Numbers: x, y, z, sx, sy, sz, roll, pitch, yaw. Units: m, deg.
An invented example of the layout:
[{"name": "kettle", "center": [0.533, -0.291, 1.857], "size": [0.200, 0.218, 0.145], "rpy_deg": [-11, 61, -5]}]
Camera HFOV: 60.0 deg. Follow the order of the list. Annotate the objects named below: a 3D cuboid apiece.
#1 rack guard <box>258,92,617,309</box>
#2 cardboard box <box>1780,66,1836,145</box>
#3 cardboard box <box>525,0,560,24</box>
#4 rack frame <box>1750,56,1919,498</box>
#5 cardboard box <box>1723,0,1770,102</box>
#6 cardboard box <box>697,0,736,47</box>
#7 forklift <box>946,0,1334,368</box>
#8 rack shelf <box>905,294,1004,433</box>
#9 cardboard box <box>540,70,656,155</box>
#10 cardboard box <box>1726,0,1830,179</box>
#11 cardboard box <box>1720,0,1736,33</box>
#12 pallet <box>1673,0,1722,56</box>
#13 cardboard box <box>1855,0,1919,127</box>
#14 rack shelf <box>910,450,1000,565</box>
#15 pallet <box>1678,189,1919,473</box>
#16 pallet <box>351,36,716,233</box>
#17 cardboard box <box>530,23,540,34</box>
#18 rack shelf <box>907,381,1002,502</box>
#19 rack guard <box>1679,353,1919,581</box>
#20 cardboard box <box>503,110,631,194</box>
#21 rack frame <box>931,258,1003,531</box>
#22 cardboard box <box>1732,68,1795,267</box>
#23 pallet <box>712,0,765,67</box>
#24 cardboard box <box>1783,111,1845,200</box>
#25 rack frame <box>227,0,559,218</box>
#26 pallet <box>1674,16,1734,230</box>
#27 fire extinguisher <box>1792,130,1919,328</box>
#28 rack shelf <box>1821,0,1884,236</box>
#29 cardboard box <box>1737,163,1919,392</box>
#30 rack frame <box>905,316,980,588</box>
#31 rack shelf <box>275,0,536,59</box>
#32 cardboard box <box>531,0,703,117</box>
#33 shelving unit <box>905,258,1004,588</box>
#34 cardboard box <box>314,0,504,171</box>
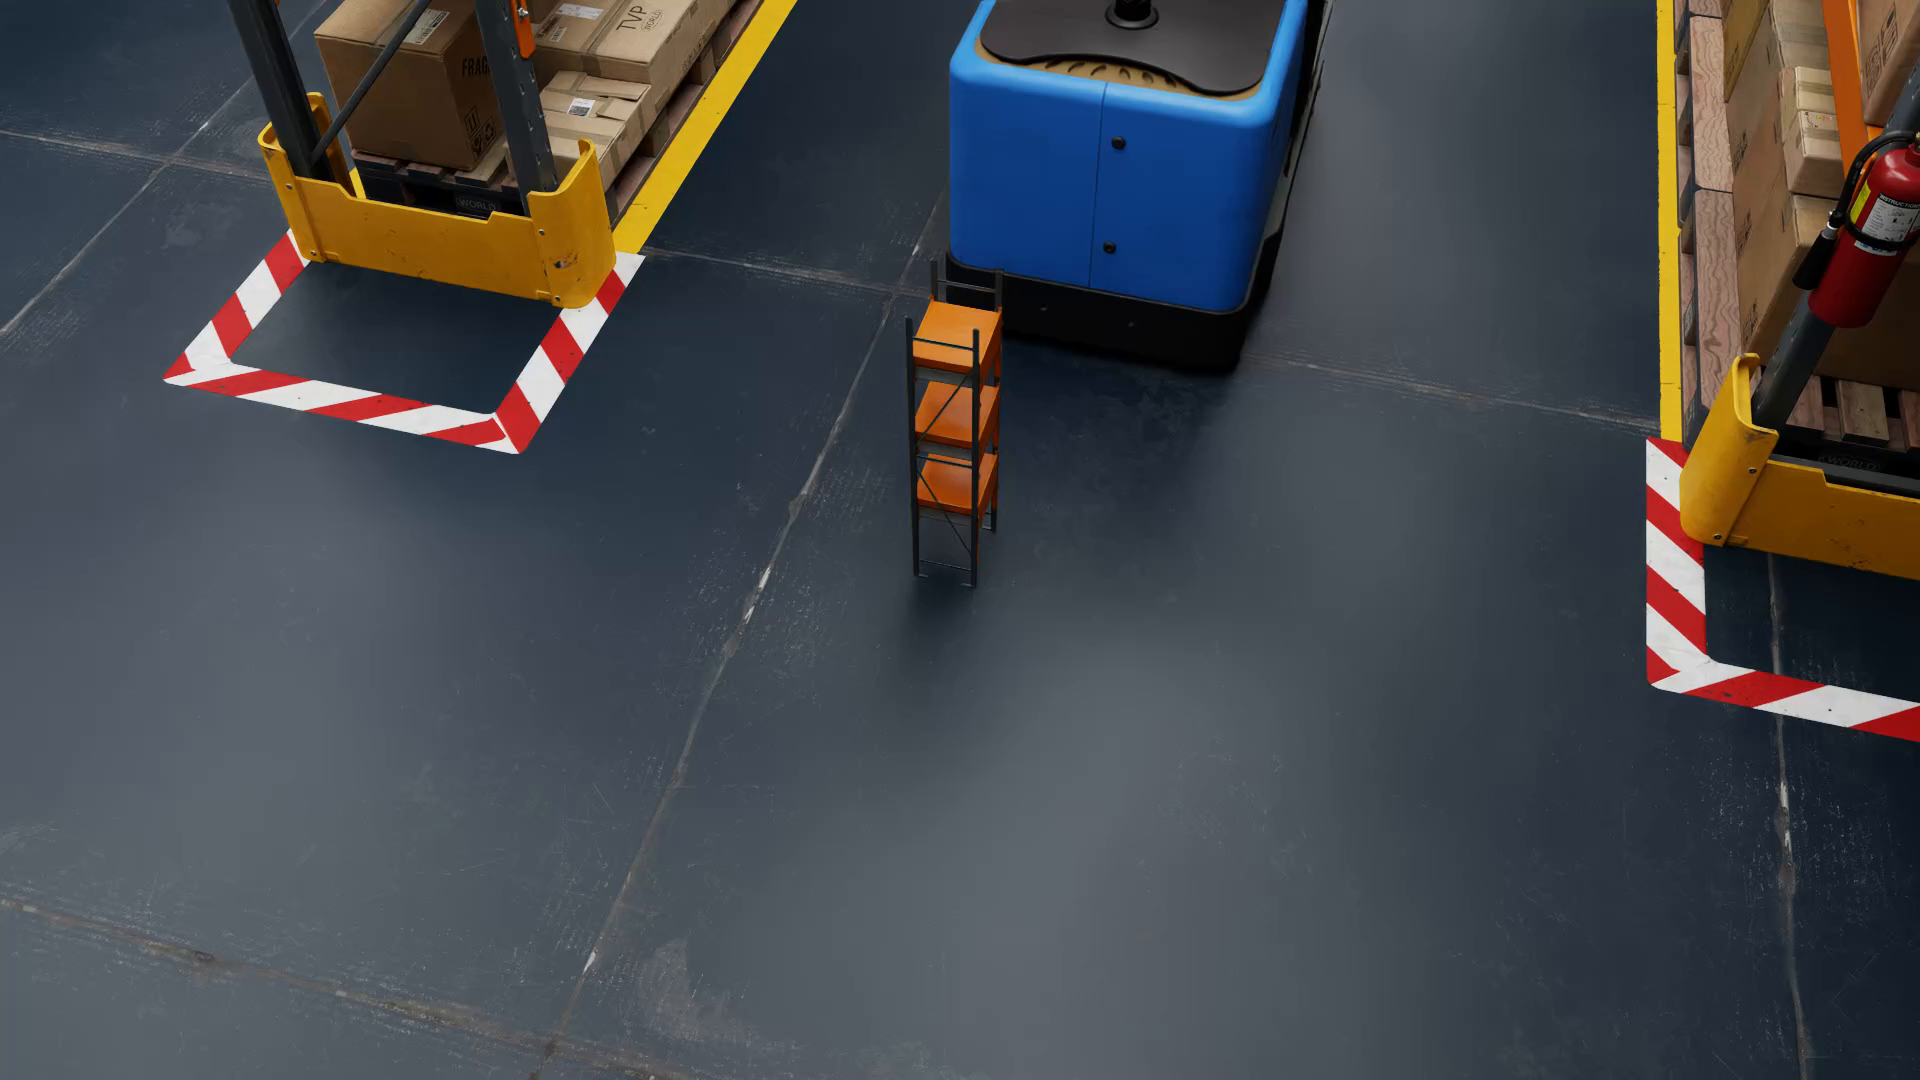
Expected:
[{"name": "rack guard", "center": [-1.867, -1.225, 5.998], "size": [1.175, 0.500, 0.348], "rpy_deg": [12, 50, 10]}, {"name": "cardboard box", "center": [2.906, -1.389, 5.429], "size": [0.380, 0.149, 0.250], "rpy_deg": [13, 50, 11]}, {"name": "cardboard box", "center": [-1.702, -2.356, 6.869], "size": [0.500, 0.250, 0.500], "rpy_deg": [12, 50, 10]}, {"name": "rack frame", "center": [2.893, -1.022, 4.152], "size": [1.000, 3.000, 0.127], "rpy_deg": [12, 50, 10]}, {"name": "cardboard box", "center": [3.378, -1.973, 6.378], "size": [0.700, 0.500, 0.500], "rpy_deg": [13, 50, 11]}, {"name": "cardboard box", "center": [-1.207, -2.293, 6.814], "size": [0.500, 0.250, 0.500], "rpy_deg": [12, 50, 10]}, {"name": "forklift", "center": [0.854, -2.690, 5.670], "size": [1.130, 2.935, 3.031], "rpy_deg": [12, 50, 11]}, {"name": "rack shelf", "center": [-0.014, -0.489, 4.617], "size": [0.215, 0.259, 0.240], "rpy_deg": [12, 50, 10]}, {"name": "cardboard box", "center": [-1.379, -1.621, 6.276], "size": [0.380, 0.166, 0.250], "rpy_deg": [12, 50, 10]}, {"name": "cardboard box", "center": [3.245, -1.586, 6.036], "size": [0.700, 0.500, 0.500], "rpy_deg": [10, 49, 9]}, {"name": "cardboard box", "center": [3.515, -2.344, 6.705], "size": [0.700, 0.500, 0.500], "rpy_deg": [11, 50, 10]}, {"name": "pallet", "center": [3.671, -2.458, 7.279], "size": [1.003, 0.211, 1.213], "rpy_deg": [12, 50, 10]}, {"name": "cardboard box", "center": [3.018, -1.492, 4.366], "size": [0.980, 0.700, 0.700], "rpy_deg": [14, 50, 12]}, {"name": "rack shelf", "center": [-0.014, -0.118, 5.039], "size": [0.215, 0.259, 0.240], "rpy_deg": [12, 50, 10]}, {"name": "pallet", "center": [3.028, -0.693, 5.721], "size": [1.003, 0.211, 1.213], "rpy_deg": [12, 50, 10]}, {"name": "pallet", "center": [-1.658, -1.706, 6.615], "size": [1.003, 0.211, 1.213], "rpy_deg": [12, 50, 10]}, {"name": "cardboard box", "center": [-1.788, -1.922, 6.542], "size": [0.380, 0.166, 0.250], "rpy_deg": [12, 50, 10]}, {"name": "rack shelf", "center": [-0.014, -0.302, 4.830], "size": [0.215, 0.259, 0.240], "rpy_deg": [12, 50, 10]}, {"name": "rack guard", "center": [2.887, -0.178, 5.073], "size": [1.175, 0.500, 0.348], "rpy_deg": [12, 50, 10]}, {"name": "cardboard box", "center": [-1.445, -1.434, 6.123], "size": [0.380, 0.149, 0.250], "rpy_deg": [12, 50, 10]}, {"name": "rack frame", "center": [0.018, -0.397, 4.900], "size": [0.200, 1.050, 0.008], "rpy_deg": [12, 50, 10]}, {"name": "cardboard box", "center": [3.113, -1.222, 5.715], "size": [0.700, 0.500, 0.500], "rpy_deg": [11, 50, 10]}, {"name": "pallet", "center": [-1.335, -2.586, 7.392], "size": [1.003, 0.211, 1.213], "rpy_deg": [12, 50, 10]}, {"name": "cardboard box", "center": [2.839, -1.204, 5.266], "size": [0.380, 0.149, 0.250], "rpy_deg": [11, 49, 10]}, {"name": "rack frame", "center": [-1.887, -1.997, 5.012], "size": [1.000, 3.000, 0.127], "rpy_deg": [12, 50, 10]}, {"name": "pallet", "center": [3.351, -1.573, 6.498], "size": [1.003, 0.211, 1.213], "rpy_deg": [12, 50, 10]}, {"name": "fire extinguisher", "center": [2.409, -0.855, 4.304], "size": [0.296, 0.674, 0.183], "rpy_deg": [12, 50, 10]}, {"name": "rack shelf", "center": [3.420, -2.231, 5.698], "size": [1.077, 0.370, 4.000], "rpy_deg": [12, 50, 10]}, {"name": "cardboard box", "center": [2.981, -0.860, 5.396], "size": [0.700, 0.500, 0.500], "rpy_deg": [12, 50, 10]}, {"name": "rack frame", "center": [-0.046, -0.220, 4.744], "size": [0.200, 1.050, 0.008], "rpy_deg": [12, 50, 10]}, {"name": "rack shelf", "center": [-1.360, -3.206, 6.558], "size": [1.077, 0.370, 4.000], "rpy_deg": [12, 50, 10]}, {"name": "cardboard box", "center": [-1.338, -1.932, 6.495], "size": [0.500, 0.250, 0.500], "rpy_deg": [12, 50, 10]}, {"name": "shelving unit", "center": [-0.014, -0.309, 4.822], "size": [0.215, 1.050, 0.252], "rpy_deg": [12, 50, 10]}, {"name": "cardboard box", "center": [-1.981, -1.757, 6.174], "size": [0.500, 0.500, 0.500], "rpy_deg": [12, 50, 10]}]
